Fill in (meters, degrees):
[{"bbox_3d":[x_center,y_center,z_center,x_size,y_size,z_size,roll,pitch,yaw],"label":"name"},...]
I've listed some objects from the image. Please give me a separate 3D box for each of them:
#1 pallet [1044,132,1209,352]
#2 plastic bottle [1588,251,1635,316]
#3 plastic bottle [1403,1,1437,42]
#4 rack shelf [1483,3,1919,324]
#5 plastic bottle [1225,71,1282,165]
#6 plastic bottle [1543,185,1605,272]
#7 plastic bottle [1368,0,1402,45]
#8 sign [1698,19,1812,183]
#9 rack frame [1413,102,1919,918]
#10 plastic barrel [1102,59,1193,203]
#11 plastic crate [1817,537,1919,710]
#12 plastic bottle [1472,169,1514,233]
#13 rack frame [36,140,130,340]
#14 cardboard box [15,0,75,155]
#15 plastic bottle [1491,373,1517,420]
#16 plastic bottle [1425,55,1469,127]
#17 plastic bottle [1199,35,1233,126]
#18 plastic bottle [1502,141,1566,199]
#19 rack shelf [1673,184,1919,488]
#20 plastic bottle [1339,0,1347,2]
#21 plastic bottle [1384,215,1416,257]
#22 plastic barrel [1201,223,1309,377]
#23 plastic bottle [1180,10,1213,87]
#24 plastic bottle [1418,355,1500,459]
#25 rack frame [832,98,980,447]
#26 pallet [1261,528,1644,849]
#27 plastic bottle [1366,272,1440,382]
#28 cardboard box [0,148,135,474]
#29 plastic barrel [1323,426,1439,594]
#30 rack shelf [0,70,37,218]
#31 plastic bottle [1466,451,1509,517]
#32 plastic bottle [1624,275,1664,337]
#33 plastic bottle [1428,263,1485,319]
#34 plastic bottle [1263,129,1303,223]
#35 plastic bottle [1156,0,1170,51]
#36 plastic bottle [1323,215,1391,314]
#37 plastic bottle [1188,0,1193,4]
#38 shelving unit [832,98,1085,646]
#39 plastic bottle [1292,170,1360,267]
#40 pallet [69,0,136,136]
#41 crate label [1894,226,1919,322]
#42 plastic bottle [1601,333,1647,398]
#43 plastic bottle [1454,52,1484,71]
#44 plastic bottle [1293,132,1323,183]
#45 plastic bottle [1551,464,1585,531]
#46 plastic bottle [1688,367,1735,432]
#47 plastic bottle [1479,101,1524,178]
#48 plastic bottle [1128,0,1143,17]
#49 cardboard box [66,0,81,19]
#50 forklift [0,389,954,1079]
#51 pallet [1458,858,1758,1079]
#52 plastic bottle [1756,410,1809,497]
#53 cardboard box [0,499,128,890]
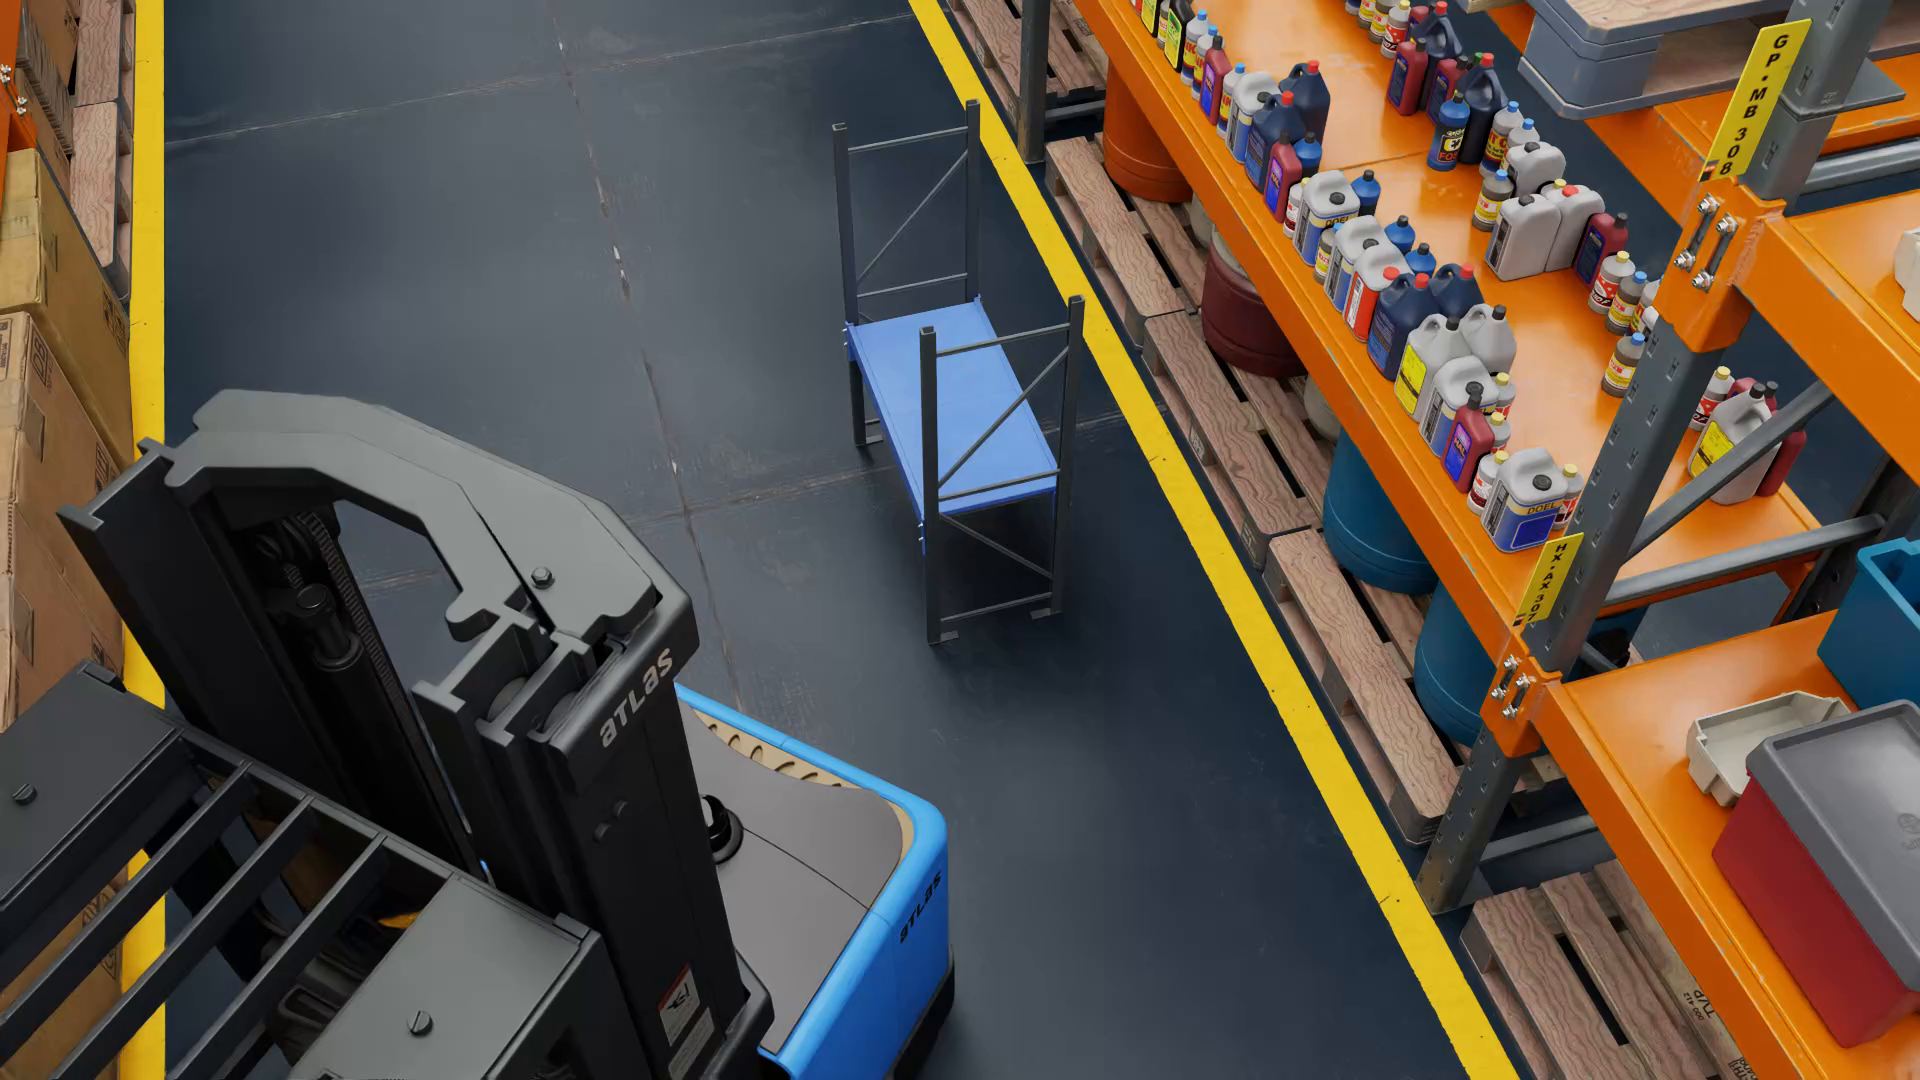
[{"bbox_3d":[1.036,-1.391,7.284,1.003,0.211,1.213,-13,51,-11],"label":"pallet"},{"bbox_3d":[1.999,-0.795,5.088,0.097,0.201,0.097,0,50,0],"label":"plastic bottle"},{"bbox_3d":[1.628,-1.785,5.869,0.061,0.283,0.133,-13,51,-11],"label":"plastic bottle"},{"bbox_3d":[1.355,-2.130,4.593,1.077,0.370,4.000,-13,51,-11],"label":"rack shelf"},{"bbox_3d":[0.993,-1.414,5.561,0.152,0.276,0.135,-13,51,-11],"label":"plastic bottle"},{"bbox_3d":[1.899,-0.995,5.208,0.152,0.276,0.135,-13,51,-11],"label":"plastic bottle"},{"bbox_3d":[1.548,-1.909,6.028,0.097,0.201,0.097,0,50,0],"label":"plastic bottle"},{"bbox_3d":[1.420,-0.781,2.979,0.100,0.325,0.005,-13,51,-11],"label":"sign"},{"bbox_3d":[1.946,0.066,4.233,1.000,3.000,0.127,-13,51,-11],"label":"rack frame"},{"bbox_3d":[0.924,-1.938,7.067,0.600,0.830,0.708,-13,51,-11],"label":"plastic barrel"},{"bbox_3d":[2.410,0.315,3.994,0.392,0.384,0.575,-13,51,-11],"label":"plastic crate"},{"bbox_3d":[1.717,-1.099,5.344,0.097,0.201,0.097,0,50,0],"label":"plastic bottle"},{"bbox_3d":[-3.968,-1.736,5.752,1.000,3.000,0.127,-13,51,-11],"label":"rack frame"},{"bbox_3d":[-4.362,-1.959,7.287,0.700,0.500,0.500,-17,52,-14],"label":"cardboard box"},{"bbox_3d":[1.526,-0.394,4.750,0.097,0.201,0.097,0,50,0],"label":"plastic bottle"},{"bbox_3d":[1.664,-1.538,5.661,0.061,0.283,0.133,-13,51,-11],"label":"plastic bottle"},{"bbox_3d":[0.880,-1.575,5.692,0.061,0.283,0.133,-13,51,-11],"label":"plastic bottle"},{"bbox_3d":[1.831,-1.164,5.351,0.152,0.276,0.135,-13,51,-11],"label":"plastic bottle"},{"bbox_3d":[2.538,0.791,2.130,1.077,0.370,4.000,-13,51,-11],"label":"rack shelf"},{"bbox_3d":[1.462,-2.123,6.208,0.097,0.201,0.097,0,50,0],"label":"plastic bottle"},{"bbox_3d":[1.337,-0.883,5.117,0.097,0.271,0.097,0,50,0],"label":"plastic bottle"},{"bbox_3d":[1.258,-1.036,6.464,0.600,0.588,0.708,-13,51,-11],"label":"plastic barrel"},{"bbox_3d":[0.835,-1.731,5.831,0.097,0.271,0.097,0,50,0],"label":"plastic bottle"},{"bbox_3d":[1.413,-0.376,4.686,0.152,0.276,0.135,-13,51,-11],"label":"plastic bottle"},{"bbox_3d":[-0.176,-0.917,6.042,0.500,1.500,0.032,-13,51,-11],"label":"rack frame"},{"bbox_3d":[1.758,0.391,5.782,1.003,0.211,1.213,-13,51,-11],"label":"pallet"},{"bbox_3d":[1.307,-0.651,4.869,0.144,0.351,0.185,-13,51,-11],"label":"plastic bottle"},{"bbox_3d":[-3.784,-0.678,5.975,1.225,0.875,0.875,-15,52,-13],"label":"cardboard box"},{"bbox_3d":[1.592,-0.312,5.649,0.600,0.901,0.708,-13,51,-11],"label":"plastic barrel"},{"bbox_3d":[-3.377,-0.043,4.795,1.077,0.370,4.000,-13,51,-11],"label":"rack shelf"},{"bbox_3d":[1.460,-0.164,4.556,0.097,0.201,0.097,0,50,0],"label":"plastic bottle"},{"bbox_3d":[2.057,-0.675,4.942,0.097,0.271,0.097,0,50,0],"label":"plastic bottle"},{"bbox_3d":[1.445,-0.684,4.897,0.144,0.351,0.185,-13,51,-11],"label":"plastic bottle"},{"bbox_3d":[1.043,-1.173,5.353,0.061,0.283,0.133,-13,51,-11],"label":"plastic bottle"},{"bbox_3d":[0.767,-1.877,6.000,0.097,0.201,0.097,0,50,0],"label":"plastic bottle"},{"bbox_3d":[1.224,-0.843,5.080,0.152,0.276,0.135,-13,51,-11],"label":"plastic bottle"},{"bbox_3d":[0.833,-2.107,6.194,0.097,0.201,0.097,0,50,0],"label":"plastic bottle"},{"bbox_3d":[-0.025,-0.546,5.729,0.538,1.500,1.048,-13,51,-11],"label":"shelving unit"},{"bbox_3d":[1.155,-1.012,5.222,0.152,0.276,0.135,-13,51,-11],"label":"plastic bottle"},{"bbox_3d":[-4.555,-2.298,8.049,1.003,0.211,1.213,-13,51,-11],"label":"pallet"},{"bbox_3d":[1.815,-0.394,2.830,0.293,0.136,0.466,-13,51,-11],"label":"crate label"},{"bbox_3d":[1.951,-0.520,4.856,0.097,0.201,0.097,0,50,0],"label":"plastic bottle"},{"bbox_3d":[1.722,-1.552,5.673,0.061,0.283,0.133,-13,51,-11],"label":"plastic bottle"},{"bbox_3d":[1.113,-1.200,5.384,0.097,0.271,0.097,0,50,0],"label":"plastic bottle"},{"bbox_3d":[1.634,-0.127,4.525,0.097,0.201,0.097,0,50,0],"label":"plastic bottle"},{"bbox_3d":[2.154,-0.412,4.766,0.097,0.201,0.097,0,50,0],"label":"plastic bottle"},{"bbox_3d":[1.794,-1.325,5.489,0.097,0.271,0.097,0,50,0],"label":"plastic bottle"},{"bbox_3d":[0.719,-2.089,6.130,0.152,0.276,0.135,-13,51,-11],"label":"plastic bottle"},{"bbox_3d":[-4.701,-2.779,7.978,0.700,0.500,0.500,-17,52,-14],"label":"cardboard box"},{"bbox_3d":[-1.160,1.263,3.268,1.130,2.935,3.031,22,53,18],"label":"forklift"},{"bbox_3d":[2.201,1.493,4.854,1.003,0.211,1.213,-13,51,-11],"label":"pallet"},{"bbox_3d":[2.245,-0.261,4.585,0.061,0.283,0.133,-13,51,-11],"label":"plastic bottle"},{"bbox_3d":[-3.259,0.620,4.881,1.225,0.875,0.875,-15,51,-12],"label":"cardboard box"}]
